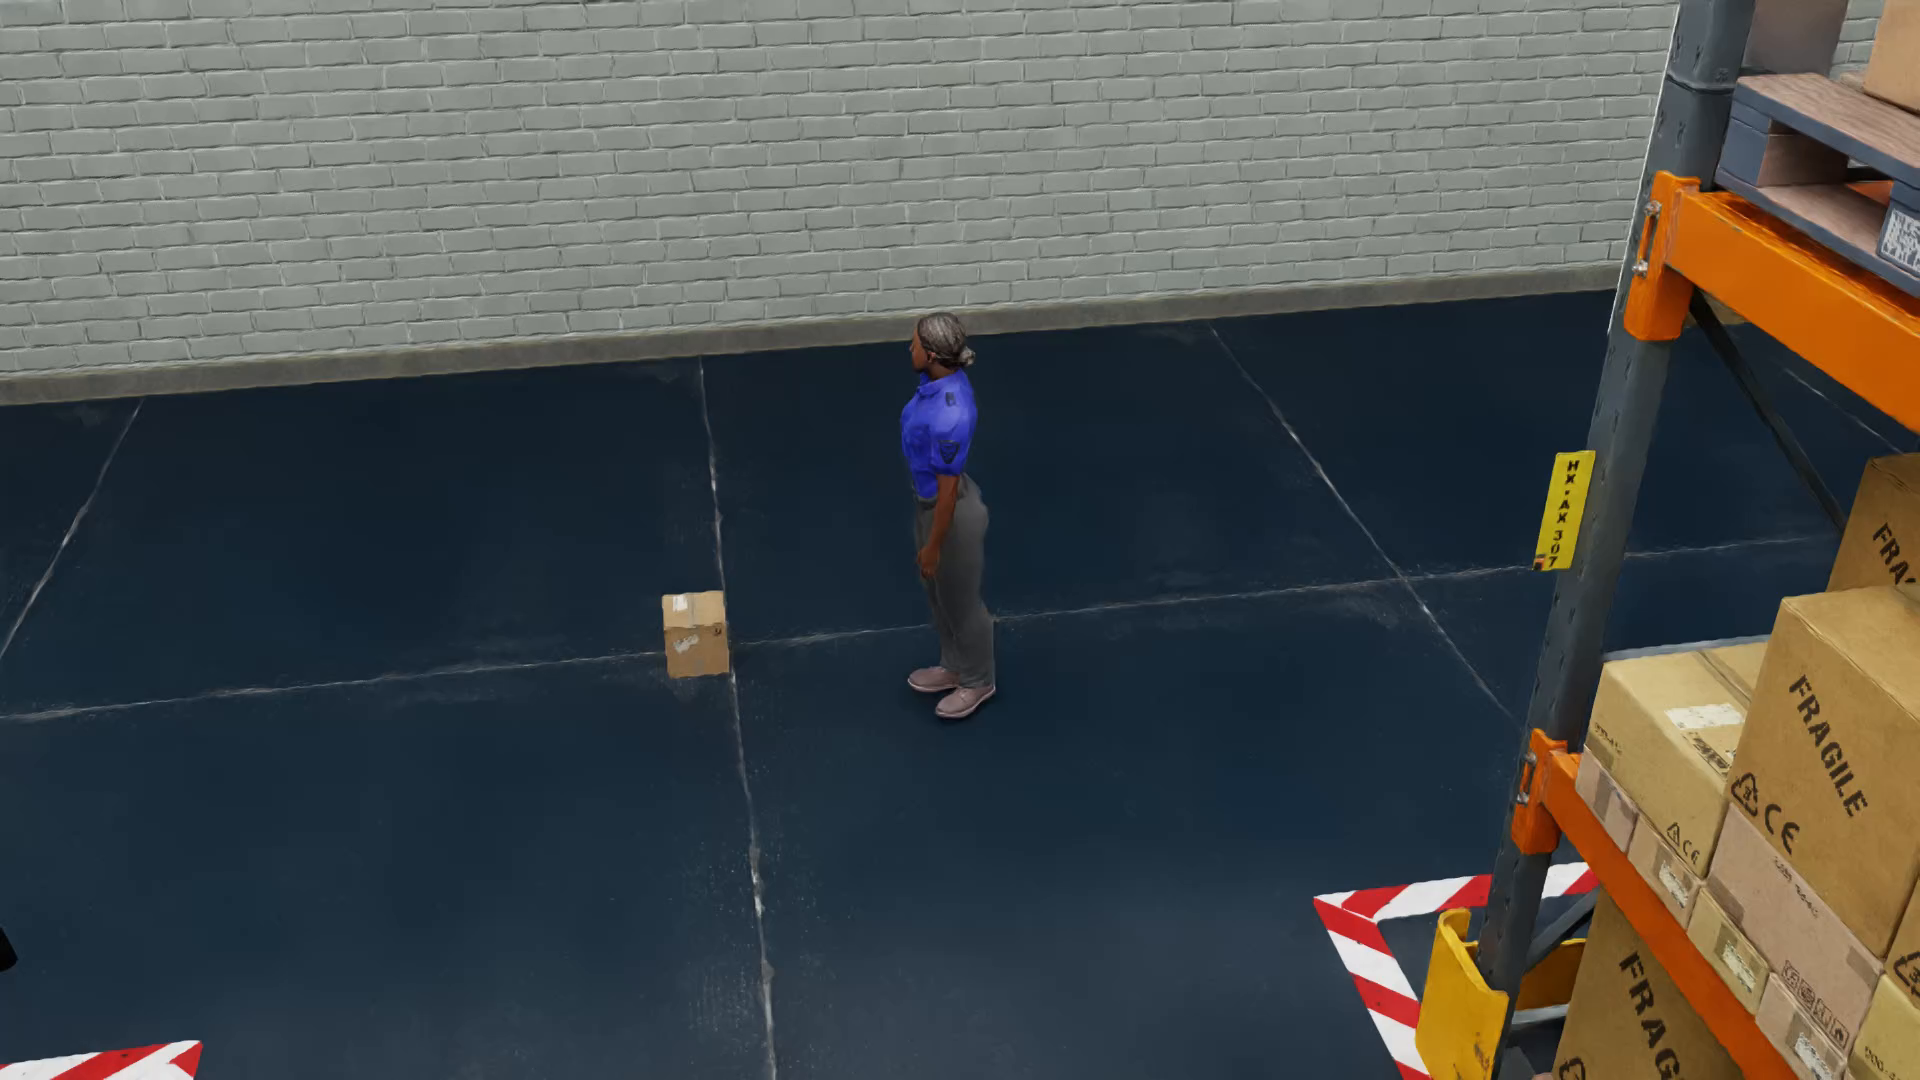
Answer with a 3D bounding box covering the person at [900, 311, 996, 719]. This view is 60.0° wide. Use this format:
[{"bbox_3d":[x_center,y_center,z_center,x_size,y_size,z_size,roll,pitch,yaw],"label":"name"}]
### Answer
[{"bbox_3d":[-0.037,-0.082,6.256,0.361,1.669,0.480,-4,31,-7],"label":"person"}]
